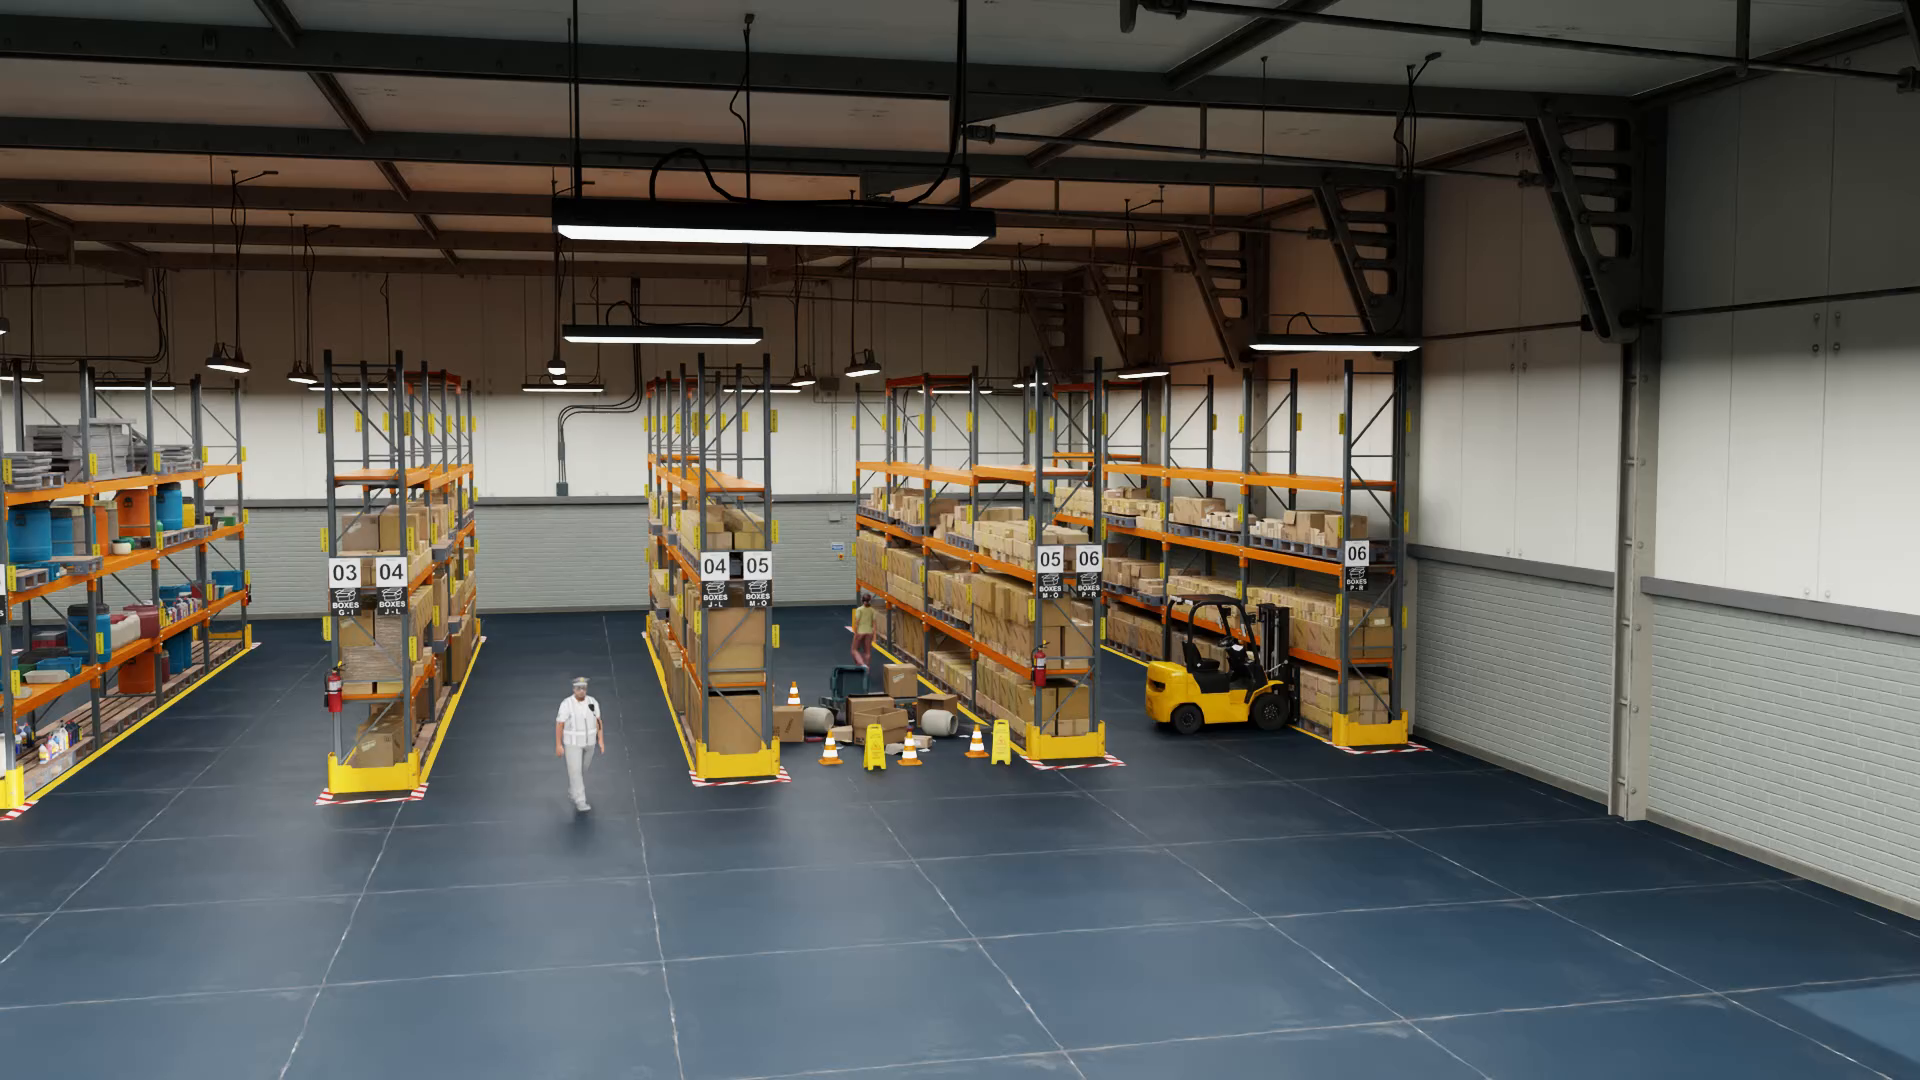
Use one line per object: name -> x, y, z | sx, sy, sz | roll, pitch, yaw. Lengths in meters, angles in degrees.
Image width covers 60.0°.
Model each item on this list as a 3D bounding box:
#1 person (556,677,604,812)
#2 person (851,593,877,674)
person -> -4.886, 2.626, 21.527 | 0.574, 1.705, 1.063 | -4, 5, -42
person -> -1.865, 1.887, 32.758 | 0.497, 1.669, 0.504 | -1, 4, -19
